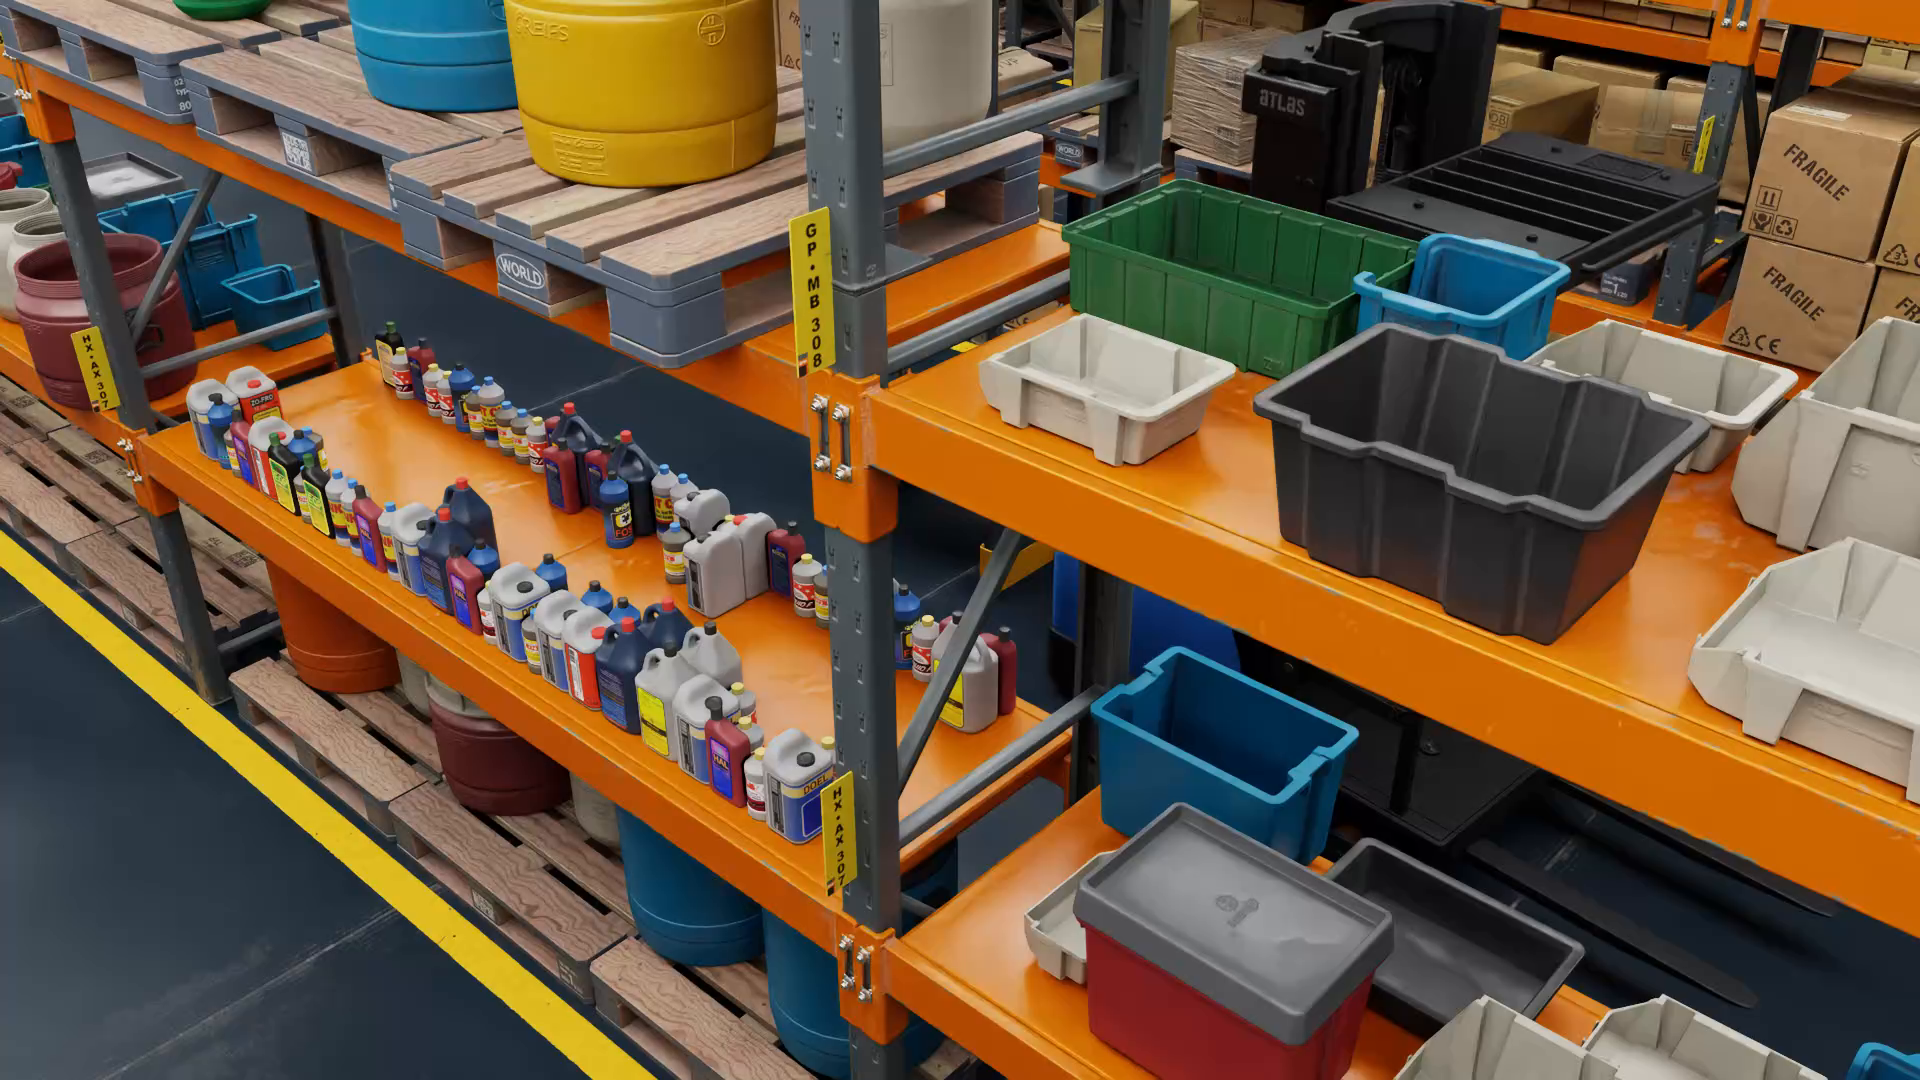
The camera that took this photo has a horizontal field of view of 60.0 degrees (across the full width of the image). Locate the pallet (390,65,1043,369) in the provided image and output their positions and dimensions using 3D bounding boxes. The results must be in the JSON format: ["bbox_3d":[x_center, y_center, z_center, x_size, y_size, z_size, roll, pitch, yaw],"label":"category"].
[{"bbox_3d":[-0.560,-0.834,4.002,1.003,0.211,1.213,25,39,35],"label":"pallet"}]

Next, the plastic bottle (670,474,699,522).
[{"bbox_3d":[-0.927,-0.098,5.630,0.097,0.271,0.097,0,31,0],"label":"plastic bottle"}]

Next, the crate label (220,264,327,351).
[{"bbox_3d":[-2.940,-0.998,7.162,0.416,0.233,0.303,25,39,35],"label":"crate label"}]

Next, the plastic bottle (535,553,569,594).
[{"bbox_3d":[-1.269,0.164,5.194,0.097,0.271,0.097,0,31,0],"label":"plastic bottle"}]

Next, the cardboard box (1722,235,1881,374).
[{"bbox_3d":[3.608,-1.051,6.991,0.500,0.500,0.500,26,40,36],"label":"cardboard box"}]

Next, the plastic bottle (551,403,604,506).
[{"bbox_3d":[-1.356,-0.316,5.914,0.185,0.351,0.144,25,39,35],"label":"plastic bottle"}]

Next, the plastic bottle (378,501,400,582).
[{"bbox_3d":[-1.852,-0.002,5.469,0.097,0.271,0.097,0,31,0],"label":"plastic bottle"}]

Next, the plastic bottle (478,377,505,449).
[{"bbox_3d":[-1.760,-0.487,6.275,0.097,0.271,0.097,0,31,0],"label":"plastic bottle"}]

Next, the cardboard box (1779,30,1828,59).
[{"bbox_3d":[5.694,-3.348,11.128,0.250,0.149,0.380,25,39,35],"label":"cardboard box"}]

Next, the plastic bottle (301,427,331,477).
[{"bbox_3d":[-2.362,-0.316,6.059,0.097,0.201,0.097,0,31,0],"label":"plastic bottle"}]

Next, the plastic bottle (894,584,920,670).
[{"bbox_3d":[-0.168,0.256,5.041,0.097,0.271,0.097,0,31,0],"label":"plastic bottle"}]

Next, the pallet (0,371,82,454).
[{"bbox_3d":[-5.237,-0.713,9.230,1.213,0.211,1.003,25,39,35],"label":"pallet"}]

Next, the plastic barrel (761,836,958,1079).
[{"bbox_3d":[-0.306,1.128,5.095,0.708,0.901,0.600,25,39,35],"label":"plastic barrel"}]

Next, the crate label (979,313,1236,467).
[{"bbox_3d":[0.255,-0.288,3.168,0.466,0.136,0.293,25,39,35],"label":"crate label"}]

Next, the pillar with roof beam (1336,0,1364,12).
[{"bbox_3d":[0.496,-6.274,9.946,0.400,9.000,9.100,25,39,35],"label":"pillar with roof beam"}]

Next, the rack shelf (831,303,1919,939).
[{"bbox_3d":[1.569,0.319,2.601,4.000,0.370,1.077,25,39,35],"label":"rack shelf"}]

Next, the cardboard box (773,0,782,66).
[{"bbox_3d":[-1.198,-3.473,11.014,0.500,0.500,0.500,25,39,35],"label":"cardboard box"}]

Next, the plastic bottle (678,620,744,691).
[{"bbox_3d":[-0.718,0.377,4.764,0.185,0.351,0.144,25,39,35],"label":"plastic bottle"}]

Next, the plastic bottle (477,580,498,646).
[{"bbox_3d":[-1.444,0.219,5.171,0.097,0.201,0.097,0,31,0],"label":"plastic bottle"}]

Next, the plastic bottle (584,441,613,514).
[{"bbox_3d":[-1.251,-0.225,5.828,0.133,0.283,0.061,25,39,35],"label":"plastic bottle"}]

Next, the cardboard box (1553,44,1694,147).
[{"bbox_3d":[4.871,-3.218,12.364,0.750,0.750,0.750,25,39,35],"label":"cardboard box"}]

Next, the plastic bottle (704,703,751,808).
[{"bbox_3d":[-0.625,0.578,4.494,0.133,0.283,0.061,25,39,35],"label":"plastic bottle"}]

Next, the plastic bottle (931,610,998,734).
[{"bbox_3d":[0.013,0.365,4.783,0.185,0.351,0.144,25,39,35],"label":"plastic bottle"}]

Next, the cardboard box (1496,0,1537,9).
[{"bbox_3d":[4.178,-4.053,12.298,0.250,0.149,0.380,26,40,36],"label":"cardboard box"}]

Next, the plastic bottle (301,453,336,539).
[{"bbox_3d":[-2.193,-0.153,5.710,0.133,0.283,0.061,25,39,35],"label":"plastic bottle"}]

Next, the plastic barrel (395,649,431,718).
[{"bbox_3d":[-2.027,0.429,6.633,0.421,0.512,0.421,0,31,0],"label":"plastic barrel"}]

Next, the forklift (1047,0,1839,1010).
[{"bbox_3d":[1.746,-0.251,5.826,1.130,2.935,3.031,-26,39,-36],"label":"forklift"}]

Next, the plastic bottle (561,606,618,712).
[{"bbox_3d":[-1.068,0.343,4.892,0.135,0.276,0.152,25,39,35],"label":"plastic bottle"}]

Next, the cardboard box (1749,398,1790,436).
[{"bbox_3d":[4.026,-0.318,7.867,0.500,0.500,0.500,25,39,35],"label":"cardboard box"}]

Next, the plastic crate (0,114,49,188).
[{"bbox_3d":[-4.818,-1.895,8.505,0.575,0.384,0.392,25,39,35],"label":"plastic crate"}]

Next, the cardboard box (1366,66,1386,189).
[{"bbox_3d":[2.062,-2.100,8.325,0.500,0.500,0.700,15,34,23],"label":"cardboard box"}]

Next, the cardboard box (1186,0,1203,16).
[{"bbox_3d":[2.077,-4.814,14.608,0.500,0.250,0.500,24,38,34],"label":"cardboard box"}]

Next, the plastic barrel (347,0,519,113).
[{"bbox_3d":[-1.282,-1.608,4.211,0.708,0.901,0.600,25,39,35],"label":"plastic barrel"}]

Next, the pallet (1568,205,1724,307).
[{"bbox_3d":[2.894,-1.525,8.061,1.213,0.211,1.003,25,39,35],"label":"pallet"}]

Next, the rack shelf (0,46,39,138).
[{"bbox_3d":[-4.362,-2.450,7.200,4.000,0.370,1.077,25,39,35],"label":"rack shelf"}]

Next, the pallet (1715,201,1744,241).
[{"bbox_3d":[6.112,-2.228,11.747,1.213,0.211,1.003,25,39,35],"label":"pallet"}]

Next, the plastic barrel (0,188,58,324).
[{"bbox_3d":[-4.098,-1.249,7.307,0.421,0.512,0.421,0,31,0],"label":"plastic barrel"}]

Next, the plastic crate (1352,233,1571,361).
[{"bbox_3d":[0.976,-0.417,3.288,0.300,0.233,0.416,25,39,35],"label":"plastic crate"}]

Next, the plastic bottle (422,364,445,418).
[{"bbox_3d":[-2.049,-0.592,6.517,0.097,0.201,0.097,0,31,0],"label":"plastic bottle"}]

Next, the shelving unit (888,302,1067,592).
[{"bbox_3d":[-0.057,-0.669,7.907,1.083,1.500,0.587,25,39,35],"label":"shelving unit"}]

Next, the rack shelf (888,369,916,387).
[{"bbox_3d":[-0.063,-0.518,8.005,1.000,0.185,0.538,25,39,35],"label":"rack shelf"}]

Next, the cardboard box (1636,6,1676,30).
[{"bbox_3d":[5.002,-3.741,11.780,0.250,0.149,0.380,25,39,35],"label":"cardboard box"}]

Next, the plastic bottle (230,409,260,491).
[{"bbox_3d":[-2.562,-0.326,5.996,0.133,0.283,0.061,25,39,35],"label":"plastic bottle"}]

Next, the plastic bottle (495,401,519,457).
[{"bbox_3d":[-1.688,-0.423,6.238,0.097,0.201,0.097,0,31,0],"label":"plastic bottle"}]

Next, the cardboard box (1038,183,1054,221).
[{"bbox_3d":[0.256,-2.209,10.726,0.500,0.311,0.500,27,40,37],"label":"cardboard box"}]

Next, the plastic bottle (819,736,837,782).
[{"bbox_3d":[-0.353,0.622,4.501,0.097,0.201,0.097,0,31,0],"label":"plastic bottle"}]

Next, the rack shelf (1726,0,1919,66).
[{"bbox_3d":[4.896,-1.574,5.745,4.000,0.370,1.077,25,39,35],"label":"rack shelf"}]

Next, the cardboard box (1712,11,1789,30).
[{"bbox_3d":[5.471,-3.777,11.211,0.500,0.500,0.500,25,39,35],"label":"cardboard box"}]

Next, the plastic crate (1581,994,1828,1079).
[{"bbox_3d":[1.579,1.179,3.581,0.466,0.136,0.293,25,39,35],"label":"plastic crate"}]

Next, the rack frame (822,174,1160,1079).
[{"bbox_3d":[0.086,0.604,4.339,0.127,3.000,1.000,25,39,35],"label":"rack frame"}]

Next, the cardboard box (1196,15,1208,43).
[{"bbox_3d":[2.128,-4.471,14.765,0.500,0.500,0.700,26,39,36],"label":"cardboard box"}]

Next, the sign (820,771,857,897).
[{"bbox_3d":[-0.284,0.695,3.919,0.005,0.325,0.100,25,39,35],"label":"sign"}]
